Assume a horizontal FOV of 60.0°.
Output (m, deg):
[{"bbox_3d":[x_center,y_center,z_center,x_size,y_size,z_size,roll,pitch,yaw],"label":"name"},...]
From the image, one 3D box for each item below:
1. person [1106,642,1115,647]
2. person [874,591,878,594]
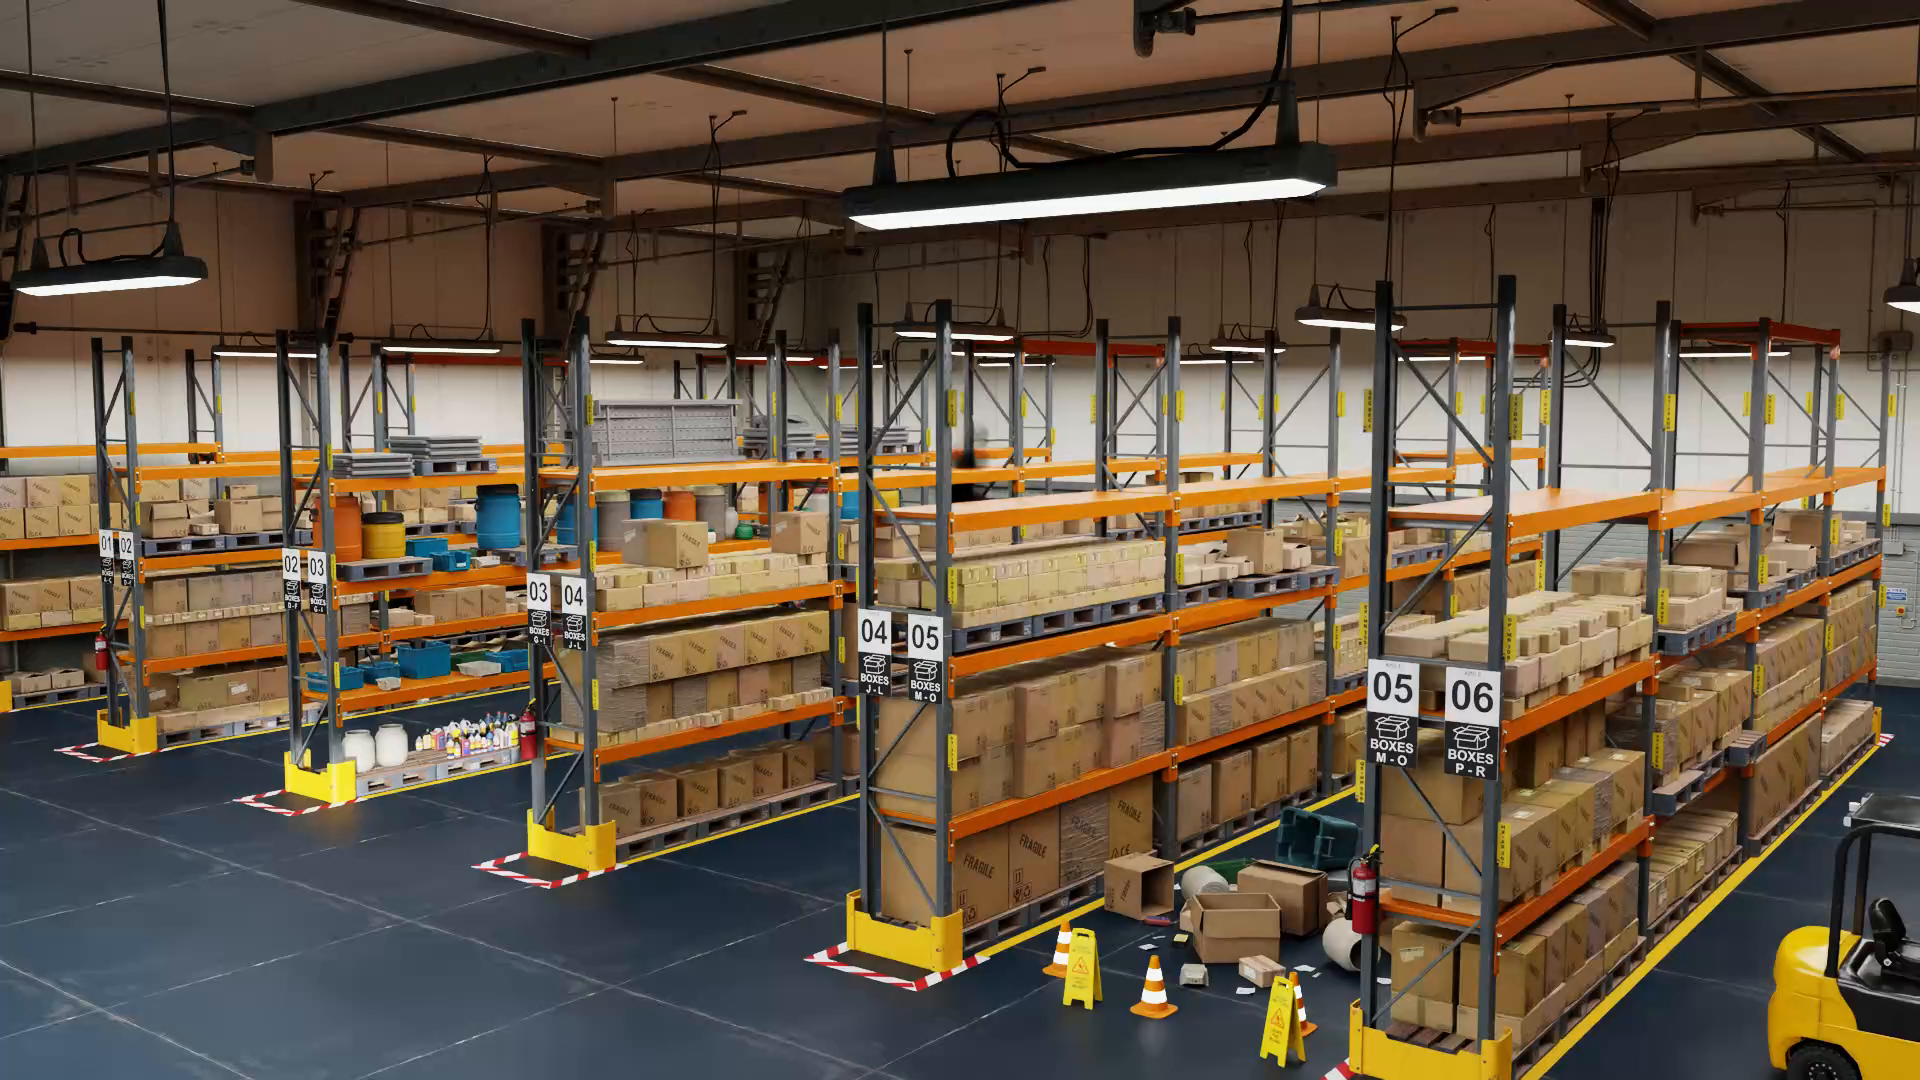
[{"bbox_3d":[1.946,1.979,23.527,0.594,1.699,0.832,3,6,31],"label":"person"},{"bbox_3d":[-1.383,1.698,26.218,0.699,1.808,0.901,3,6,27],"label":"person"}]
